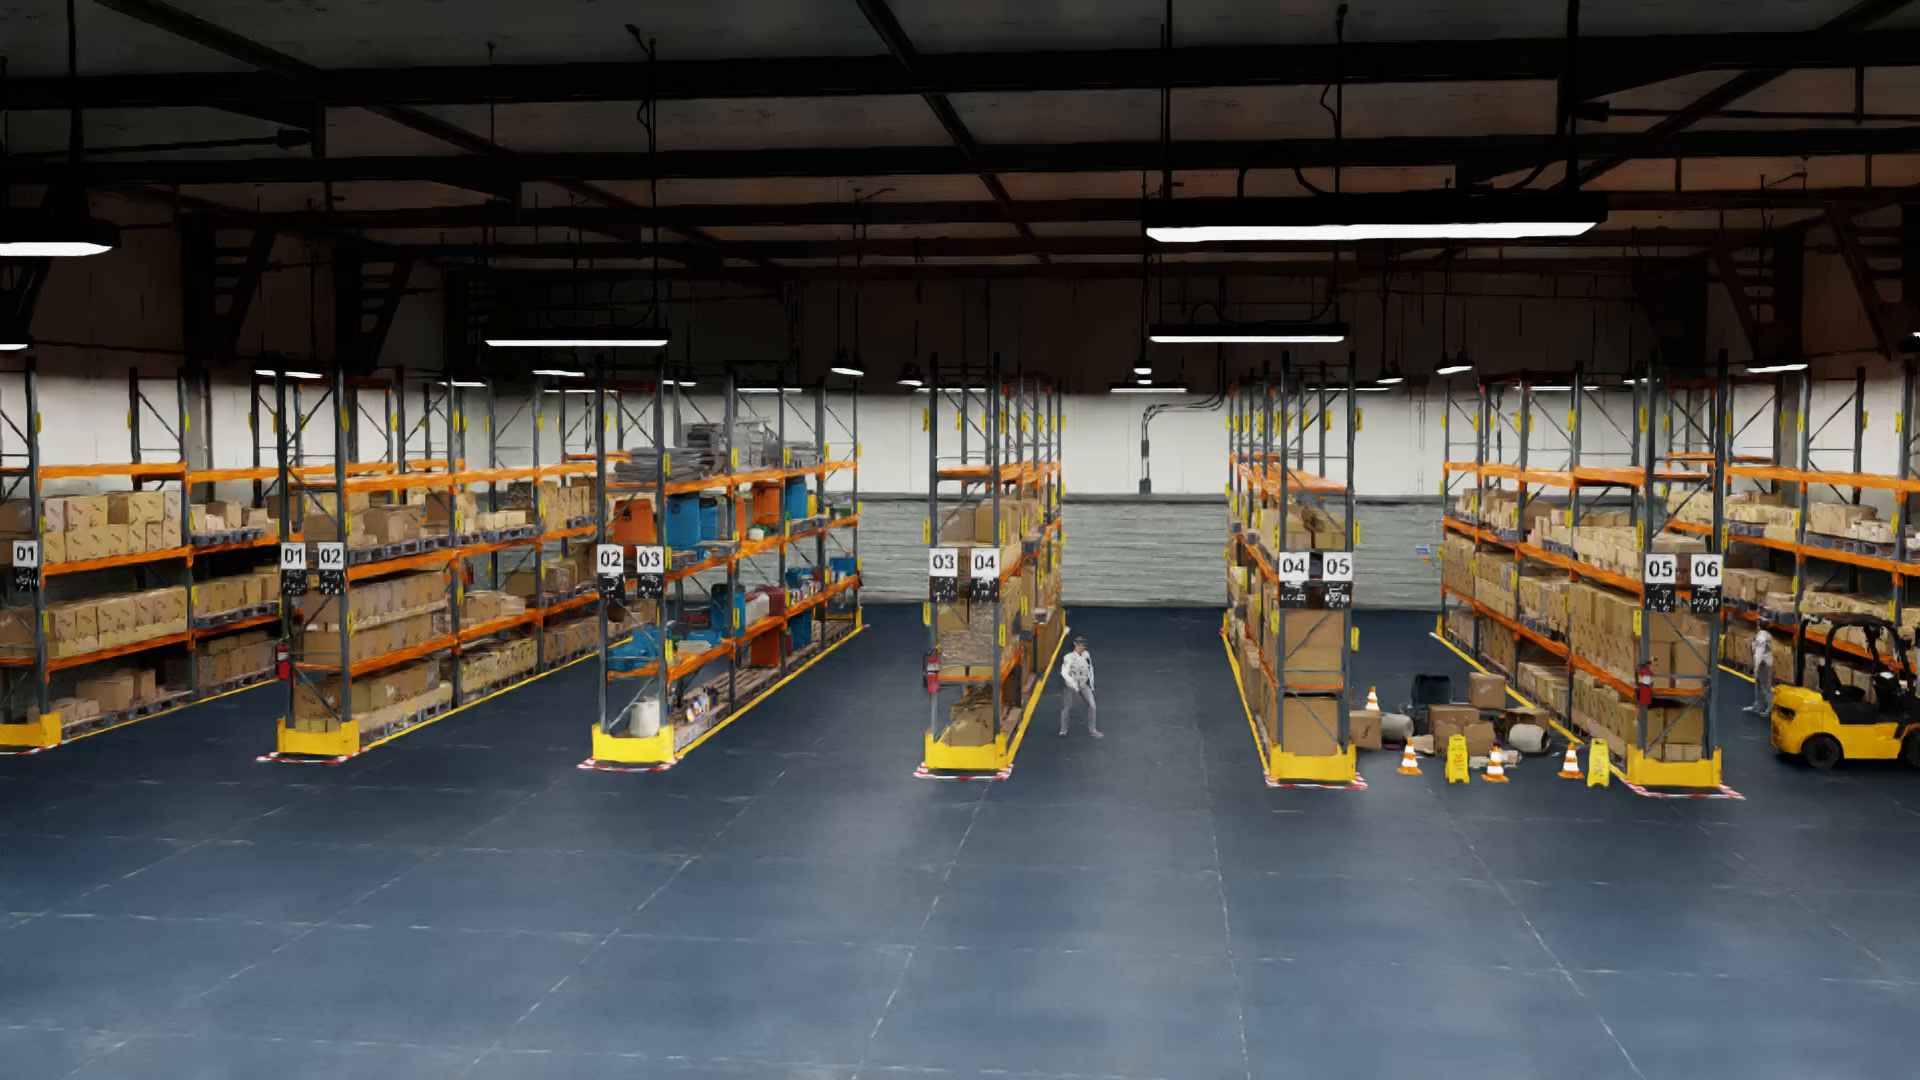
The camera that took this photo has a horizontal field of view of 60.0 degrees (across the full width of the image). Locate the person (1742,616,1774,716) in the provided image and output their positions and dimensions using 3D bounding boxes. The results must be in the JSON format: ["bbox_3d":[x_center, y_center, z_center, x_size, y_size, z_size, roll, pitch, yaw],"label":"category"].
[{"bbox_3d":[13.695,2.143,28.456,0.533,1.664,0.567,3,5,33],"label":"person"}]

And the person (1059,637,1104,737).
[{"bbox_3d":[1.879,2.321,26.455,0.638,1.611,0.774,-1,4,-13],"label":"person"}]

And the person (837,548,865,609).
[{"bbox_3d":[-2.953,1.024,44.413,0.702,1.669,0.808,-1,4,-13],"label":"person"}]

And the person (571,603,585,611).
[{"bbox_3d":[-9.548,1.213,41.664,0.384,1.660,0.518,1,4,15],"label":"person"}]
